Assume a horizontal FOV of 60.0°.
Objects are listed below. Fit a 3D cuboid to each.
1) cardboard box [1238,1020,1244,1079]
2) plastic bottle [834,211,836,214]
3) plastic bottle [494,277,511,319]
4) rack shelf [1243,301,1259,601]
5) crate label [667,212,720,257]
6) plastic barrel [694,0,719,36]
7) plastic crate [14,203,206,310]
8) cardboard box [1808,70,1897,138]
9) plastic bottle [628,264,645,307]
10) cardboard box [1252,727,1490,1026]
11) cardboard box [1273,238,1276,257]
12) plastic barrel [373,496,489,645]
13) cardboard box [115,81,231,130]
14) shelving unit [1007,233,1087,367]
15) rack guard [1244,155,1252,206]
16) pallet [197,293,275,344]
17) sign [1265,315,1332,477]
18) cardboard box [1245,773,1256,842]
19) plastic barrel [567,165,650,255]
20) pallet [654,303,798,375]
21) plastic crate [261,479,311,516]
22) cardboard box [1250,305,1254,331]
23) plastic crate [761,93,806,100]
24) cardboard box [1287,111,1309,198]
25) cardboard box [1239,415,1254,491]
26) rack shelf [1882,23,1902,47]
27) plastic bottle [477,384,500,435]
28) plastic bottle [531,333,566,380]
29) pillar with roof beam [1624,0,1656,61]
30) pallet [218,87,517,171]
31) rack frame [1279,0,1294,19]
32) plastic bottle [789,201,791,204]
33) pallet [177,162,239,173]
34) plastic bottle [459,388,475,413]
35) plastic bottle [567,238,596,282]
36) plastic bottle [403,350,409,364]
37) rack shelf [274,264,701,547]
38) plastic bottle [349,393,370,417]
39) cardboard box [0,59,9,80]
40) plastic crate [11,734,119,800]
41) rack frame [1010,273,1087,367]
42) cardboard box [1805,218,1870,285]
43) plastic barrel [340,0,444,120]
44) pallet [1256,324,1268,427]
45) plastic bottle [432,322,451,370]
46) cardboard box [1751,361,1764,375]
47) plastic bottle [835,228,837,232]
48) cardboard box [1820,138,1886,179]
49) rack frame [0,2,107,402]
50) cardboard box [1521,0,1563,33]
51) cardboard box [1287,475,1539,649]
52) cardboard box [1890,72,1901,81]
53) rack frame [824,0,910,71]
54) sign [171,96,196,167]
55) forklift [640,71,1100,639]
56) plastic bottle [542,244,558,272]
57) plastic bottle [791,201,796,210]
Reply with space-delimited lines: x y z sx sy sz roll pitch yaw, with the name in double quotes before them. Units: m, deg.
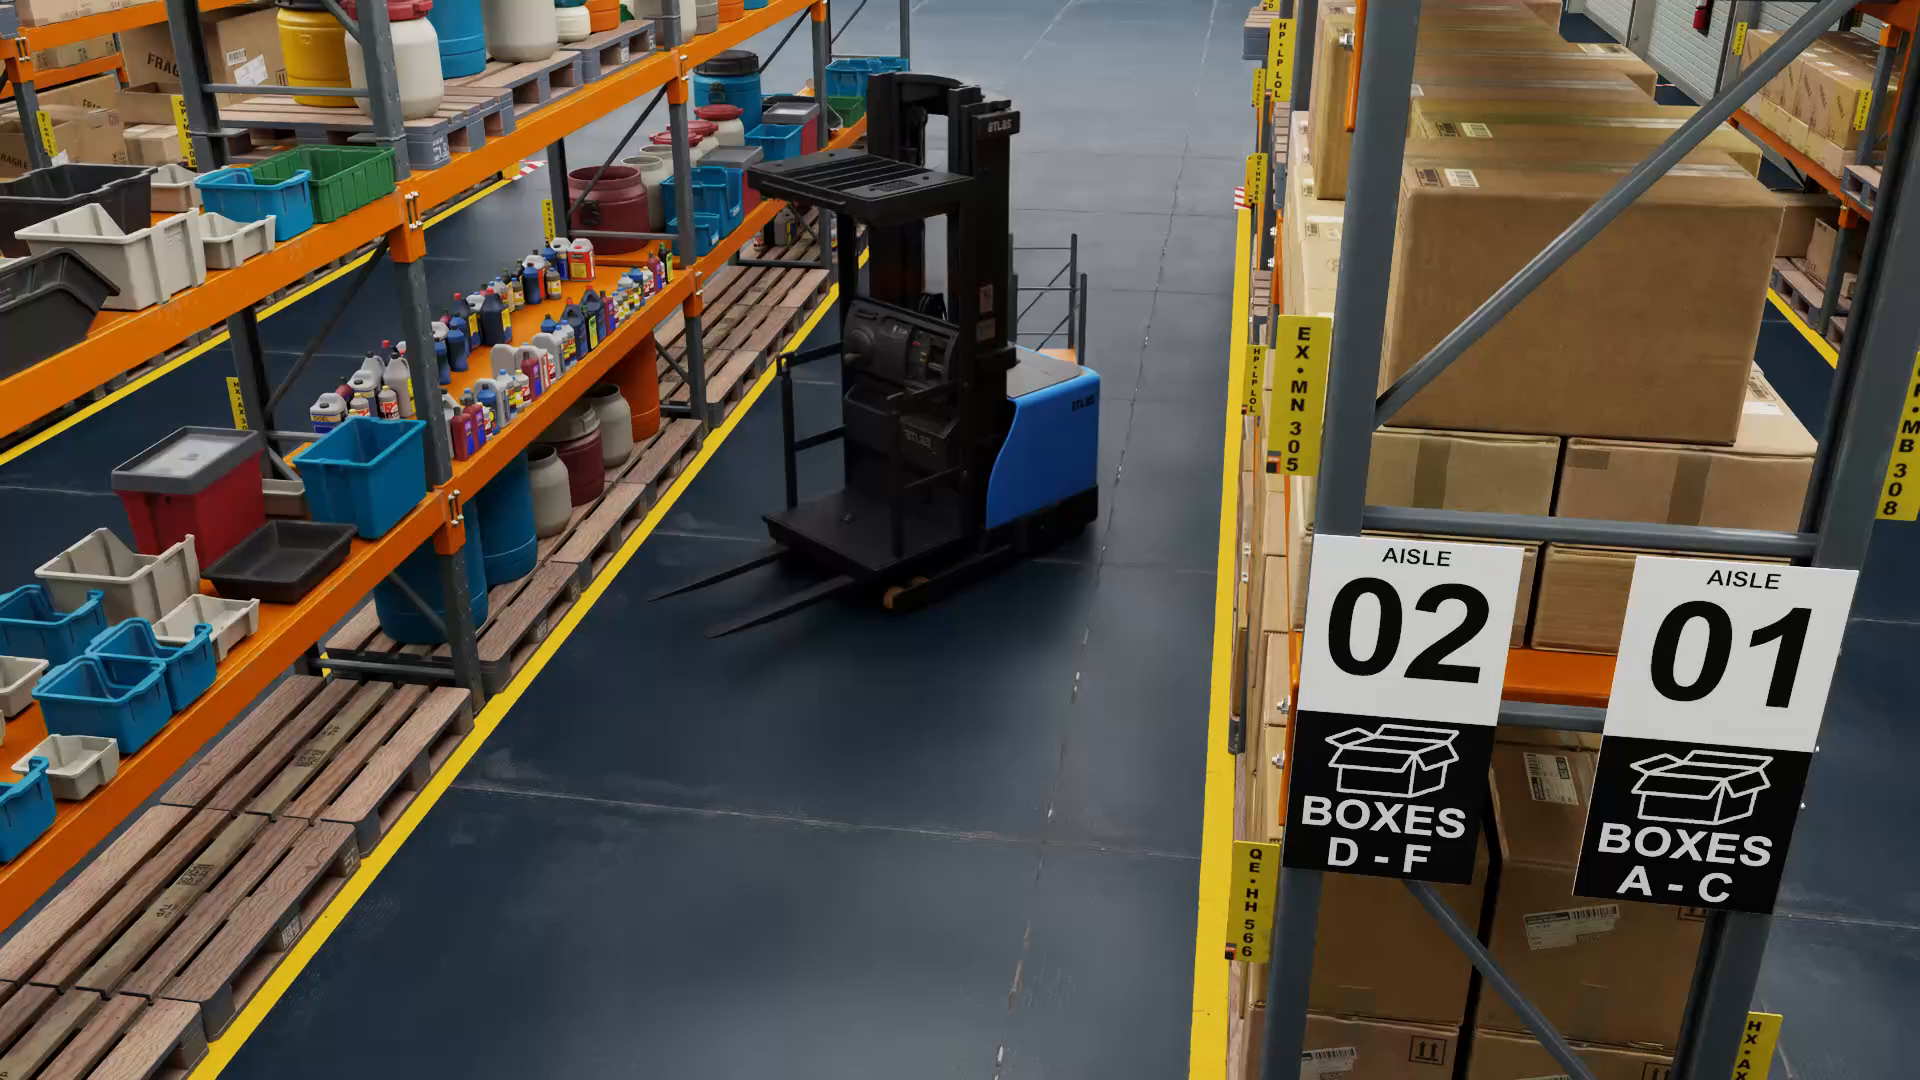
"cardboard box" 1.229 1.936 5.800 0.500 0.250 0.500 4 25 9
"plastic bottle" -1.235 -3.365 17.094 0.152 0.276 0.135 4 25 9
"plastic bottle" -2.951 -1.552 10.679 0.097 0.271 0.097 0 25 0
"rack shelf" 2.179 -0.654 9.457 1.077 0.370 4.000 4 25 9
"crate label" -1.941 -2.235 12.185 0.303 0.233 0.416 4 25 9
"plastic barrel" -2.032 -4.075 11.788 0.600 0.901 0.600 0 25 0
"plastic crate" -3.021 -1.026 6.004 0.437 0.282 0.530 4 25 9
"cardboard box" 7.896 -3.857 14.720 0.500 0.500 0.500 4 25 8
"plastic bottle" -2.132 -1.679 10.951 0.097 0.271 0.097 0 25 0
"cardboard box" 1.000 0.826 4.149 0.500 0.500 0.500 4 25 8
"cardboard box" 2.380 -2.098 11.990 0.380 0.149 0.250 4 25 9
"plastic barrel" -2.928 0.046 9.094 0.600 0.901 0.708 4 25 9
"cardboard box" -6.805 -3.683 14.462 0.797 0.503 0.637 7 26 14
"shelving unit" 0.588 -1.289 11.734 0.587 1.500 1.083 0 25 0
"rack guard" 3.817 -4.040 18.791 1.175 0.500 0.348 4 25 9
"pallet" -6.936 -2.077 14.938 1.003 0.211 1.213 4 25 9
"sign" 0.654 -0.277 3.220 0.100 0.325 0.005 4 25 9
"cardboard box" 1.172 0.853 5.272 0.500 0.500 0.500 4 25 9
"plastic barrel" -2.603 -2.438 12.259 0.600 0.536 0.708 4 25 9
"pallet" -2.013 -1.728 14.193 1.003 0.211 1.213 4 25 9
"plastic crate" -3.251 -0.211 7.903 0.396 0.136 0.243 4 25 9
"cardboard box" 2.512 -1.680 12.887 0.500 0.311 0.500 4 25 8
"plastic crate" -1.813 -4.248 16.463 0.499 0.251 0.616 4 25 9
"cardboard box" 1.528 -1.474 6.410 0.500 0.250 0.500 4 25 9
"cardboard box" 2.070 -0.493 10.696 0.500 0.500 0.500 3 25 7
"rack shelf" 7.721 -3.344 11.666 1.077 0.370 4.000 4 25 9
"plastic bottle" -2.514 -0.700 8.858 0.097 0.271 0.097 0 25 0
"plastic bottle" -2.393 -1.083 9.672 0.152 0.276 0.135 4 25 9
"pillar with roof beam" 7.154 -12.502 26.844 9.100 9.000 0.400 4 25 9
"pallet" -3.002 -2.096 8.373 1.213 0.211 1.003 4 25 9
"rack frame" 2.506 -4.533 9.820 1.000 3.000 0.127 4 25 9
"plastic bottle" -1.791 -3.372 17.109 0.152 0.276 0.135 4 25 9
"pallet" -6.983 -3.248 14.377 1.003 0.211 1.213 4 25 9
"plastic bottle" -2.649 -0.719 8.982 0.097 0.201 0.097 0 25 0
"plastic bottle" -2.620 -1.936 11.493 0.152 0.276 0.135 4 25 9
"plastic bottle" -3.034 -0.940 9.278 0.144 0.351 0.185 4 25 9
"rack shelf" -2.707 -0.999 10.194 1.077 0.370 4.000 4 25 9
"plastic bottle" -3.215 -0.687 8.914 0.097 0.201 0.097 0 25 0
"cardboard box" -11.181 -5.464 18.708 0.875 0.550 0.500 4 25 9
"plastic crate" -3.077 0.785 5.776 0.250 0.136 0.298 4 25 9
"rack frame" 0.589 -1.077 11.282 0.500 1.500 0.032 0 25 0
"cardboard box" 8.178 -2.652 15.306 0.500 0.500 0.500 2 25 5
"plastic barrel" -2.700 -2.301 7.934 0.433 0.535 0.433 0 25 0
"pallet" 2.193 -0.916 9.394 1.003 0.211 1.213 4 25 9
"plastic bottle" -3.086 -1.136 9.785 0.152 0.276 0.135 4 25 9
"cardboard box" 1.628 -0.393 4.100 0.500 0.250 0.500 4 25 9
"plastic bottle" -1.209 -2.954 16.304 0.097 0.201 0.097 0 25 0
"cardboard box" 7.826 -3.308 14.432 0.500 0.250 0.500 4 25 9
"rack frame" -7.266 -2.504 12.562 1.000 3.000 0.127 4 25 9
"cardboard box" 1.811 -1.794 6.209 0.700 0.500 0.500 4 25 9
"cardboard box" 1.022 0.006 3.838 0.500 0.250 0.500 4 25 9
"cardboard box" 8.419 -3.826 14.655 0.500 0.500 0.500 4 25 8
"rack frame" -1.073 -5.507 18.977 1.000 3.000 0.127 4 25 9
"sign" -3.576 -1.890 7.700 0.100 0.325 0.005 4 25 9
"forklift" -0.511 -1.134 9.716 3.031 2.935 1.130 -22 33 -39
"plastic bottle" -2.816 -1.898 11.417 0.097 0.271 0.097 0 25 0
"plastic bottle" -1.716 -3.311 16.971 0.061 0.283 0.133 4 25 9
